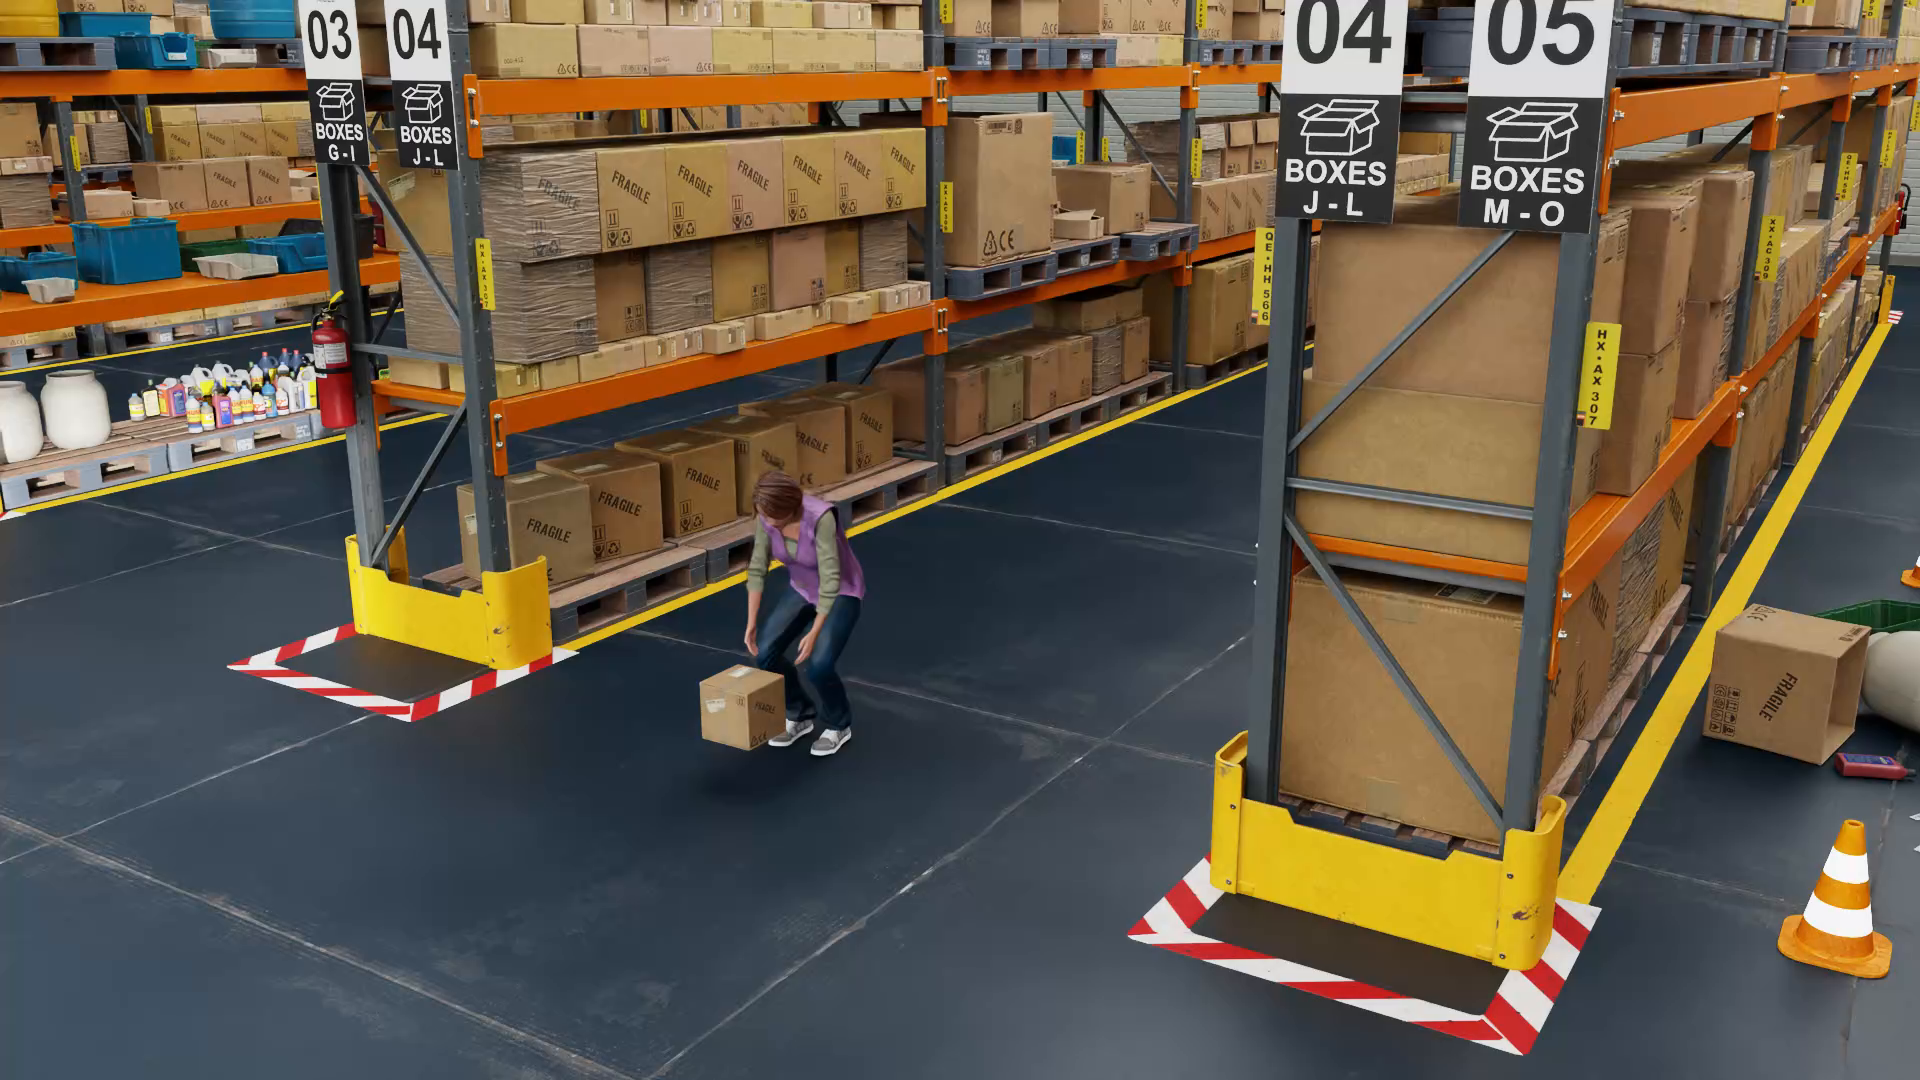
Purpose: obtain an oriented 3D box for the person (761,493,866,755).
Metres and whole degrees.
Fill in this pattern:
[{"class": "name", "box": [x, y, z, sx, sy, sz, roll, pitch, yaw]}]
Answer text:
[{"class": "person", "box": [-0.616, 0.326, 7.216, 0.379, 1.170, 0.479, 10, 19, 30]}]
